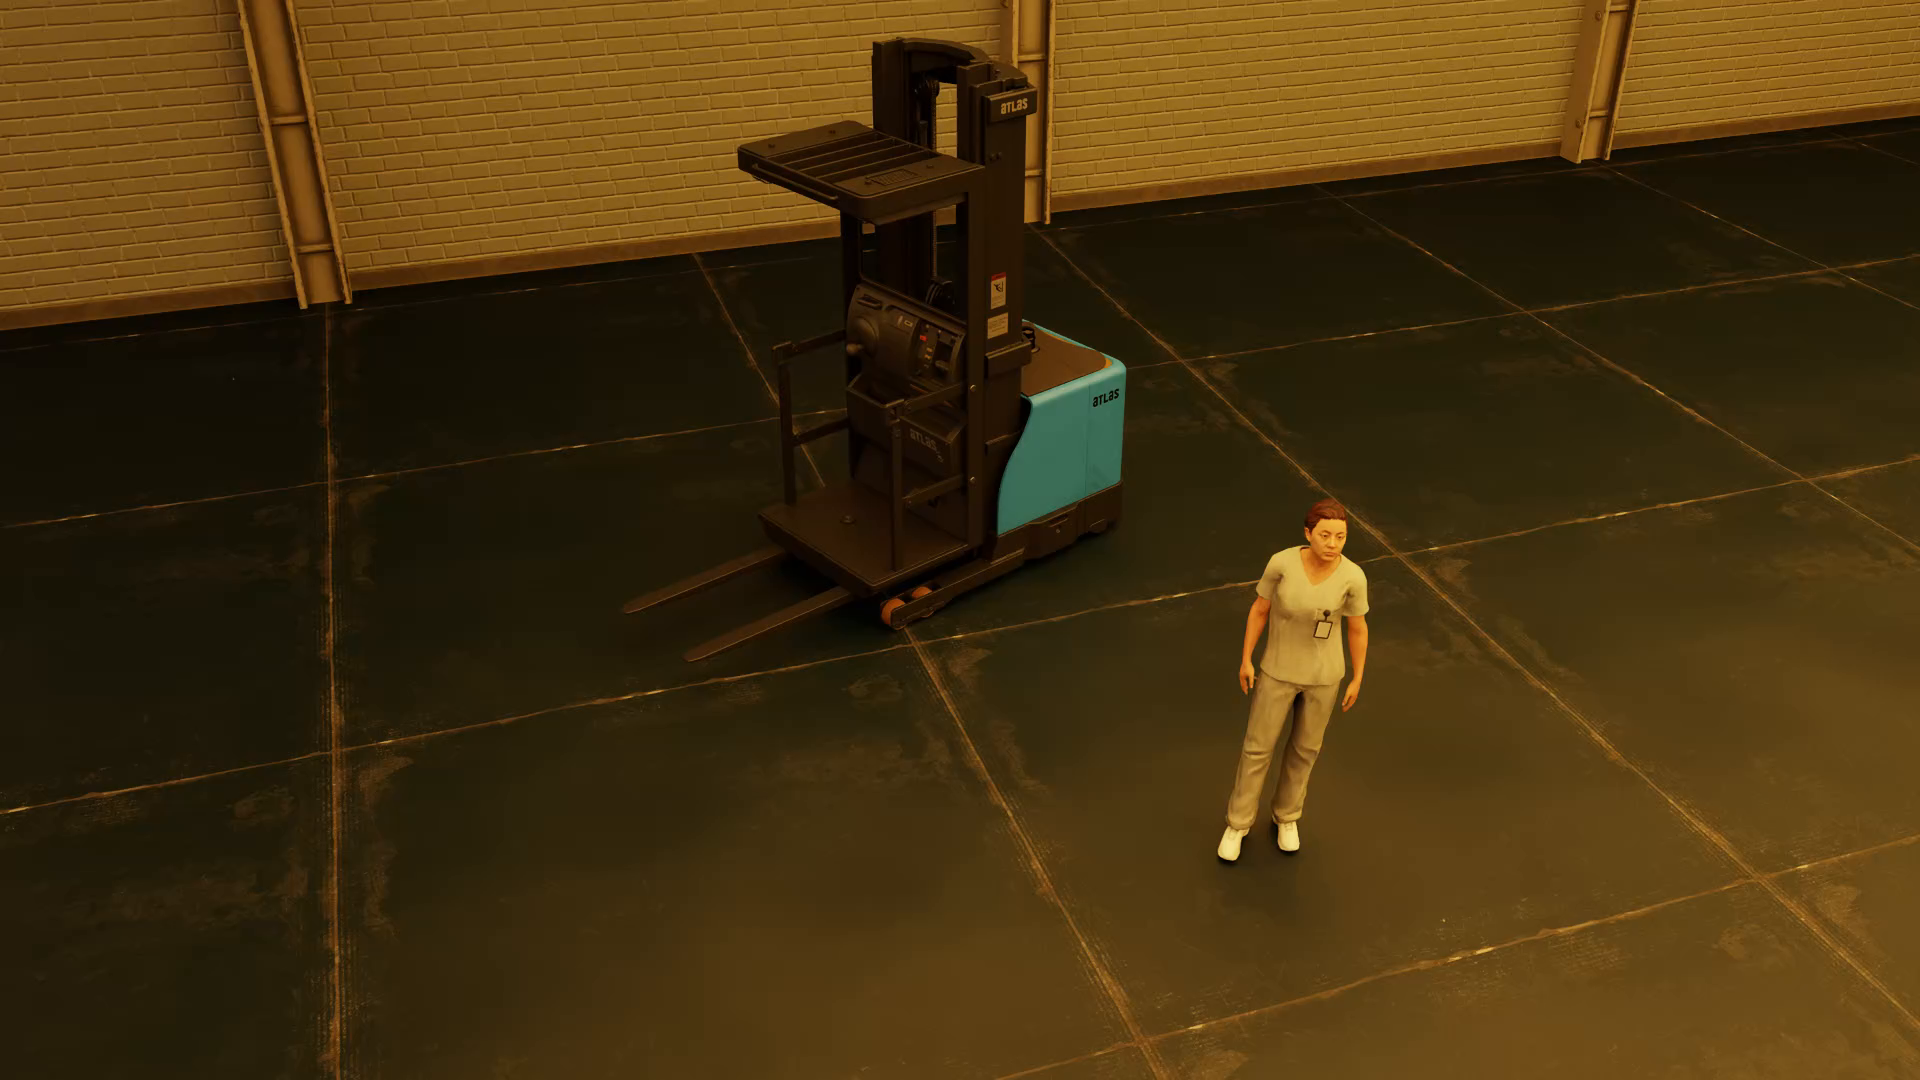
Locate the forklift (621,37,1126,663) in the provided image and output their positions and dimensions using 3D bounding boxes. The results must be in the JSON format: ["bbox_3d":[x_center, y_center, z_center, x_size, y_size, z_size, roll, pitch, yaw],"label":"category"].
[{"bbox_3d":[-0.461,-1.072,8.951,3.031,2.935,1.130,-23,37,-34],"label":"forklift"}]

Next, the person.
[{"bbox_3d":[1.476,0.622,7.251,0.548,1.672,0.549,6,30,9],"label":"person"}]
